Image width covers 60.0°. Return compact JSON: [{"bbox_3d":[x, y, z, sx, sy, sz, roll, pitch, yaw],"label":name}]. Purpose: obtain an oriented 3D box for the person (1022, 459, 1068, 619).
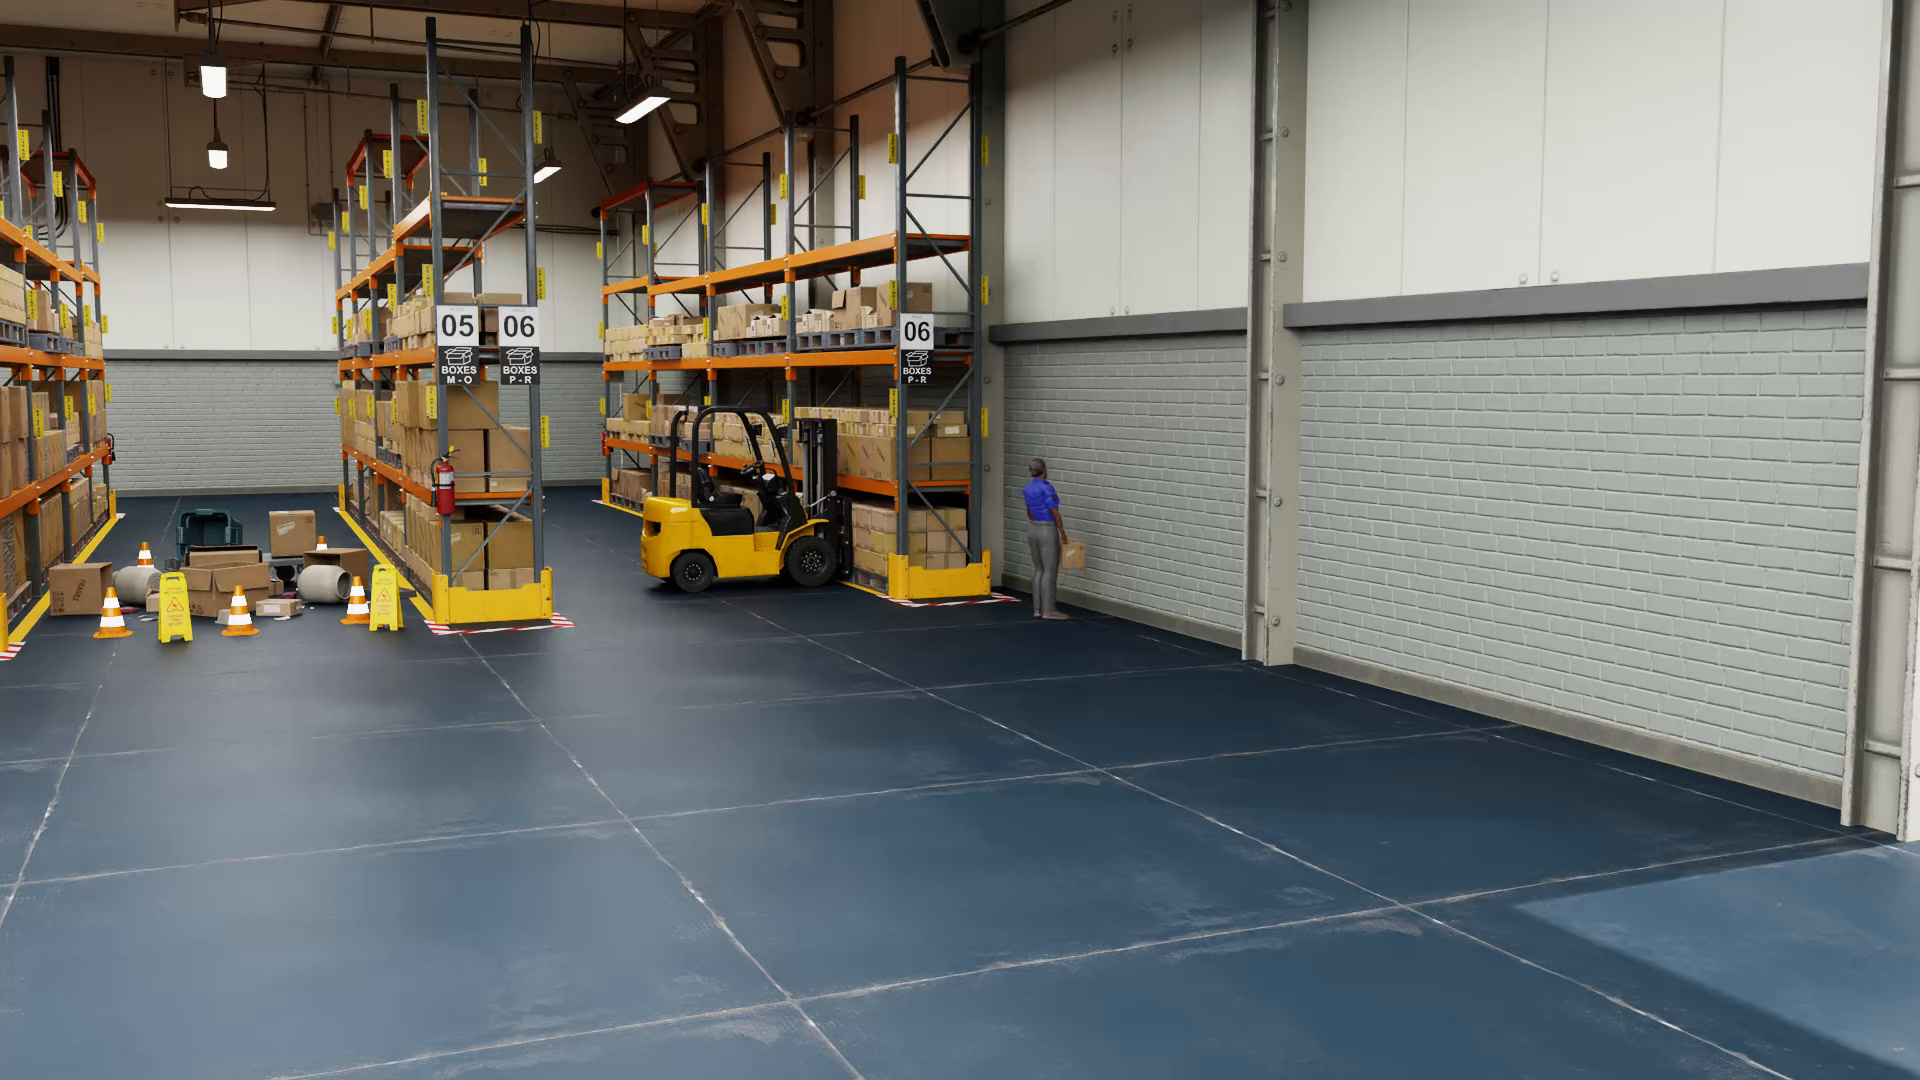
[{"bbox_3d":[0.903,-0.017,17.237,0.422,1.652,0.556,-5,7,-42],"label":"person"}]
